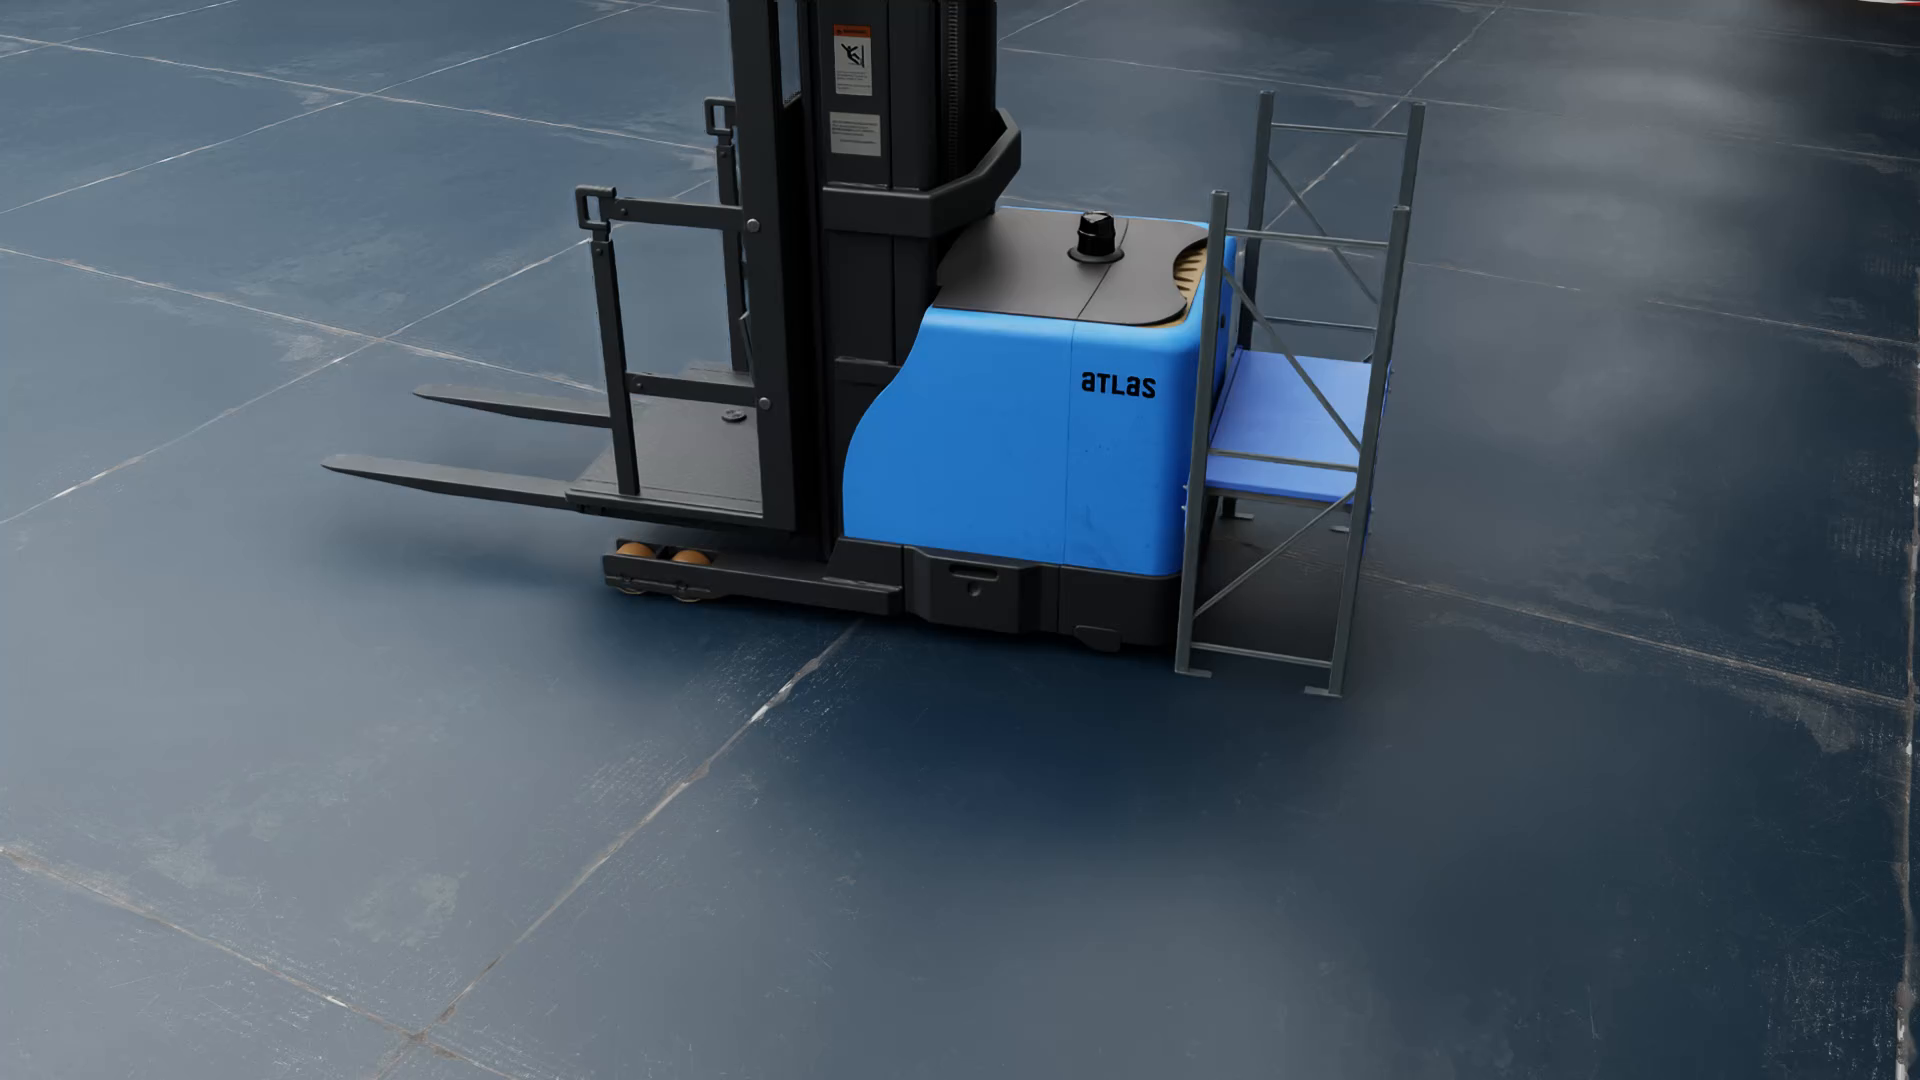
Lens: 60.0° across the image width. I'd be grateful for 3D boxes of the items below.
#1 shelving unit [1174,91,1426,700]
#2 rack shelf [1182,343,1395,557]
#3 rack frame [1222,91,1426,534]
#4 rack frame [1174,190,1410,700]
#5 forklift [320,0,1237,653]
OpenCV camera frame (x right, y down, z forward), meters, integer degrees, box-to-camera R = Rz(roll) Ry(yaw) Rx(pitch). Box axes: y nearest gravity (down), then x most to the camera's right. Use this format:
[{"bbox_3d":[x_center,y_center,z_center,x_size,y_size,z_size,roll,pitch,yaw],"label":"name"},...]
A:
[{"bbox_3d":[1.033,-0.462,5.049,0.538,1.500,1.048,8,31,14],"label":"shelving unit"},{"bbox_3d":[1.033,-0.306,5.138,0.538,0.185,1.000,8,31,14],"label":"rack shelf"},{"bbox_3d":[1.172,-0.706,5.473,0.500,1.500,0.032,8,31,14],"label":"rack frame"},{"bbox_3d":[0.895,-0.219,4.625,0.500,1.500,0.032,8,31,14],"label":"rack frame"},{"bbox_3d":[-0.670,-1.314,5.095,3.031,2.935,1.130,7,31,12],"label":"forklift"}]
